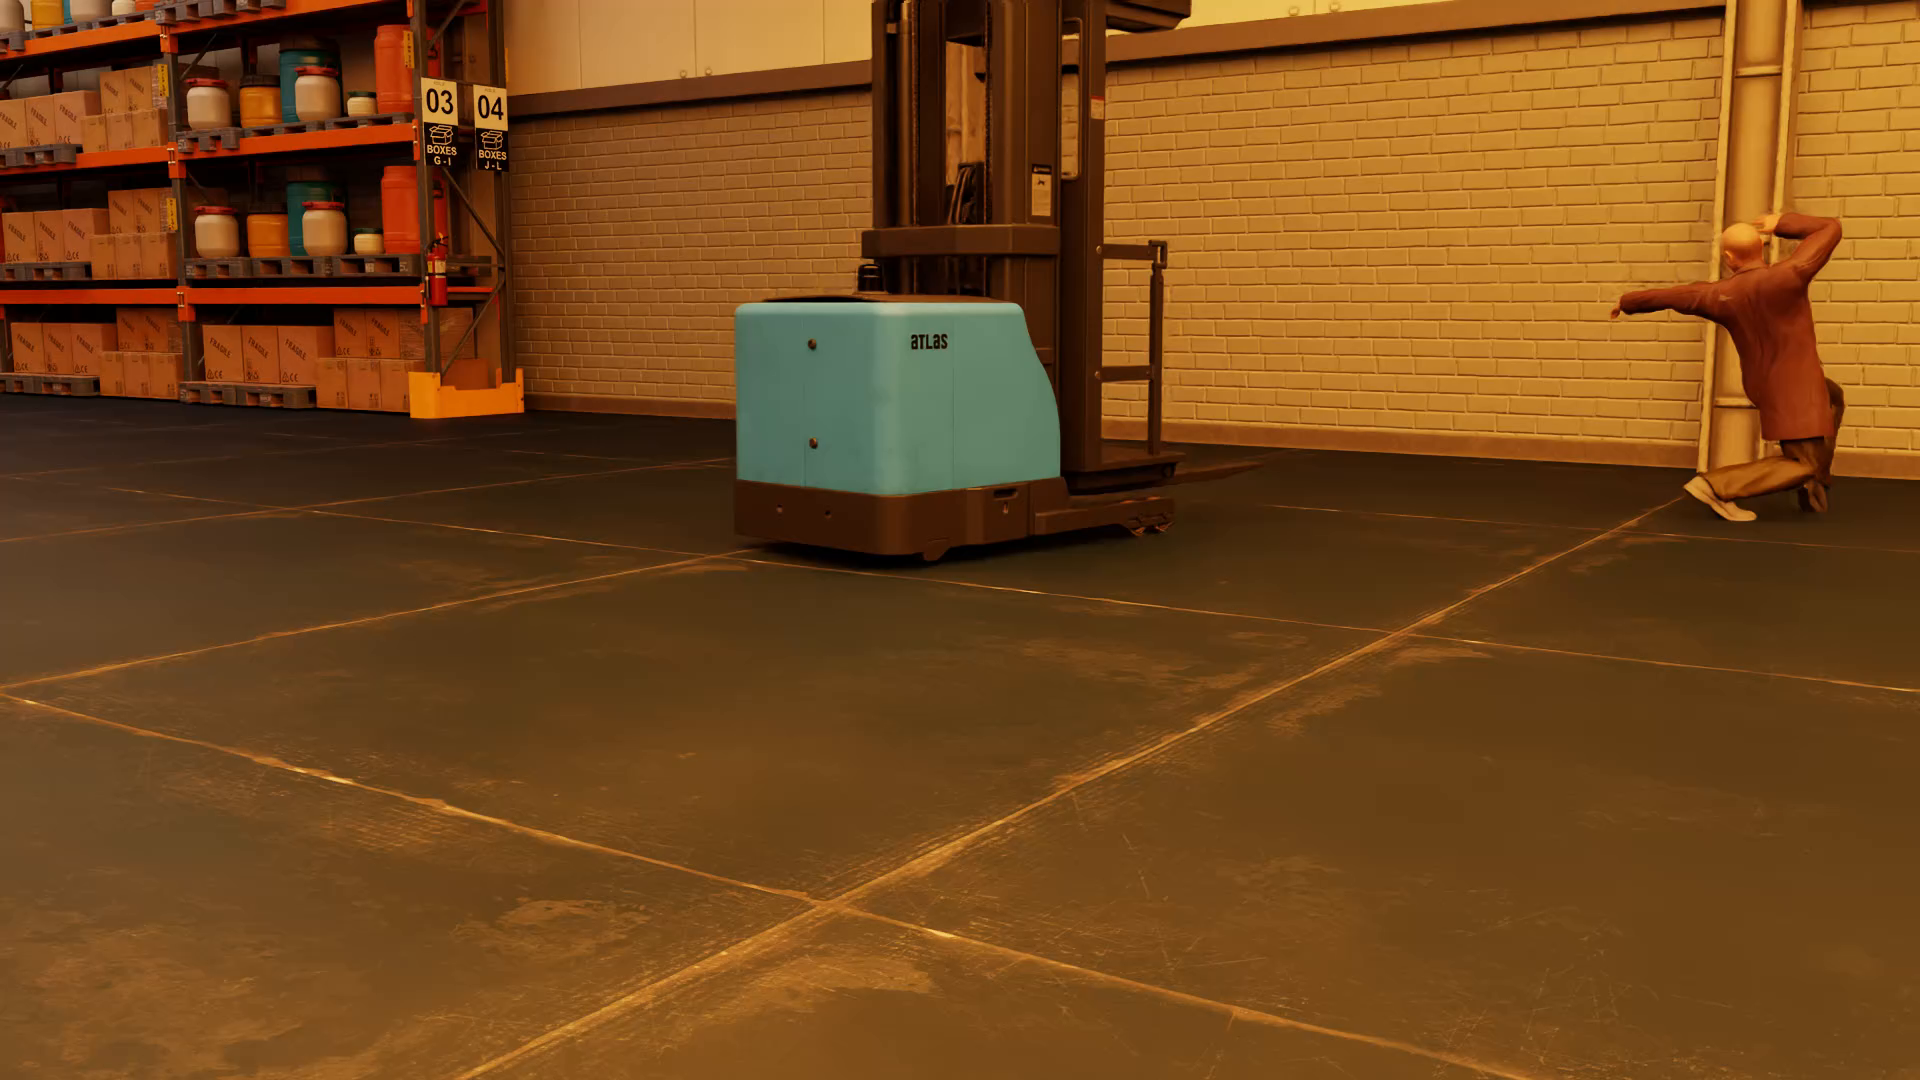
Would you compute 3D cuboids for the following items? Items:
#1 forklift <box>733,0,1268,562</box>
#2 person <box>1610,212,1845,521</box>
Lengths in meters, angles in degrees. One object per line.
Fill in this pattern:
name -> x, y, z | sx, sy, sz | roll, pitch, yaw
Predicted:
forklift -> 0.378, -1.518, 7.865 | 1.130, 2.935, 3.031 | 7, 11, 42
person -> 4.039, -0.892, 8.593 | 0.939, 1.556, 1.143 | -3, 8, -17
